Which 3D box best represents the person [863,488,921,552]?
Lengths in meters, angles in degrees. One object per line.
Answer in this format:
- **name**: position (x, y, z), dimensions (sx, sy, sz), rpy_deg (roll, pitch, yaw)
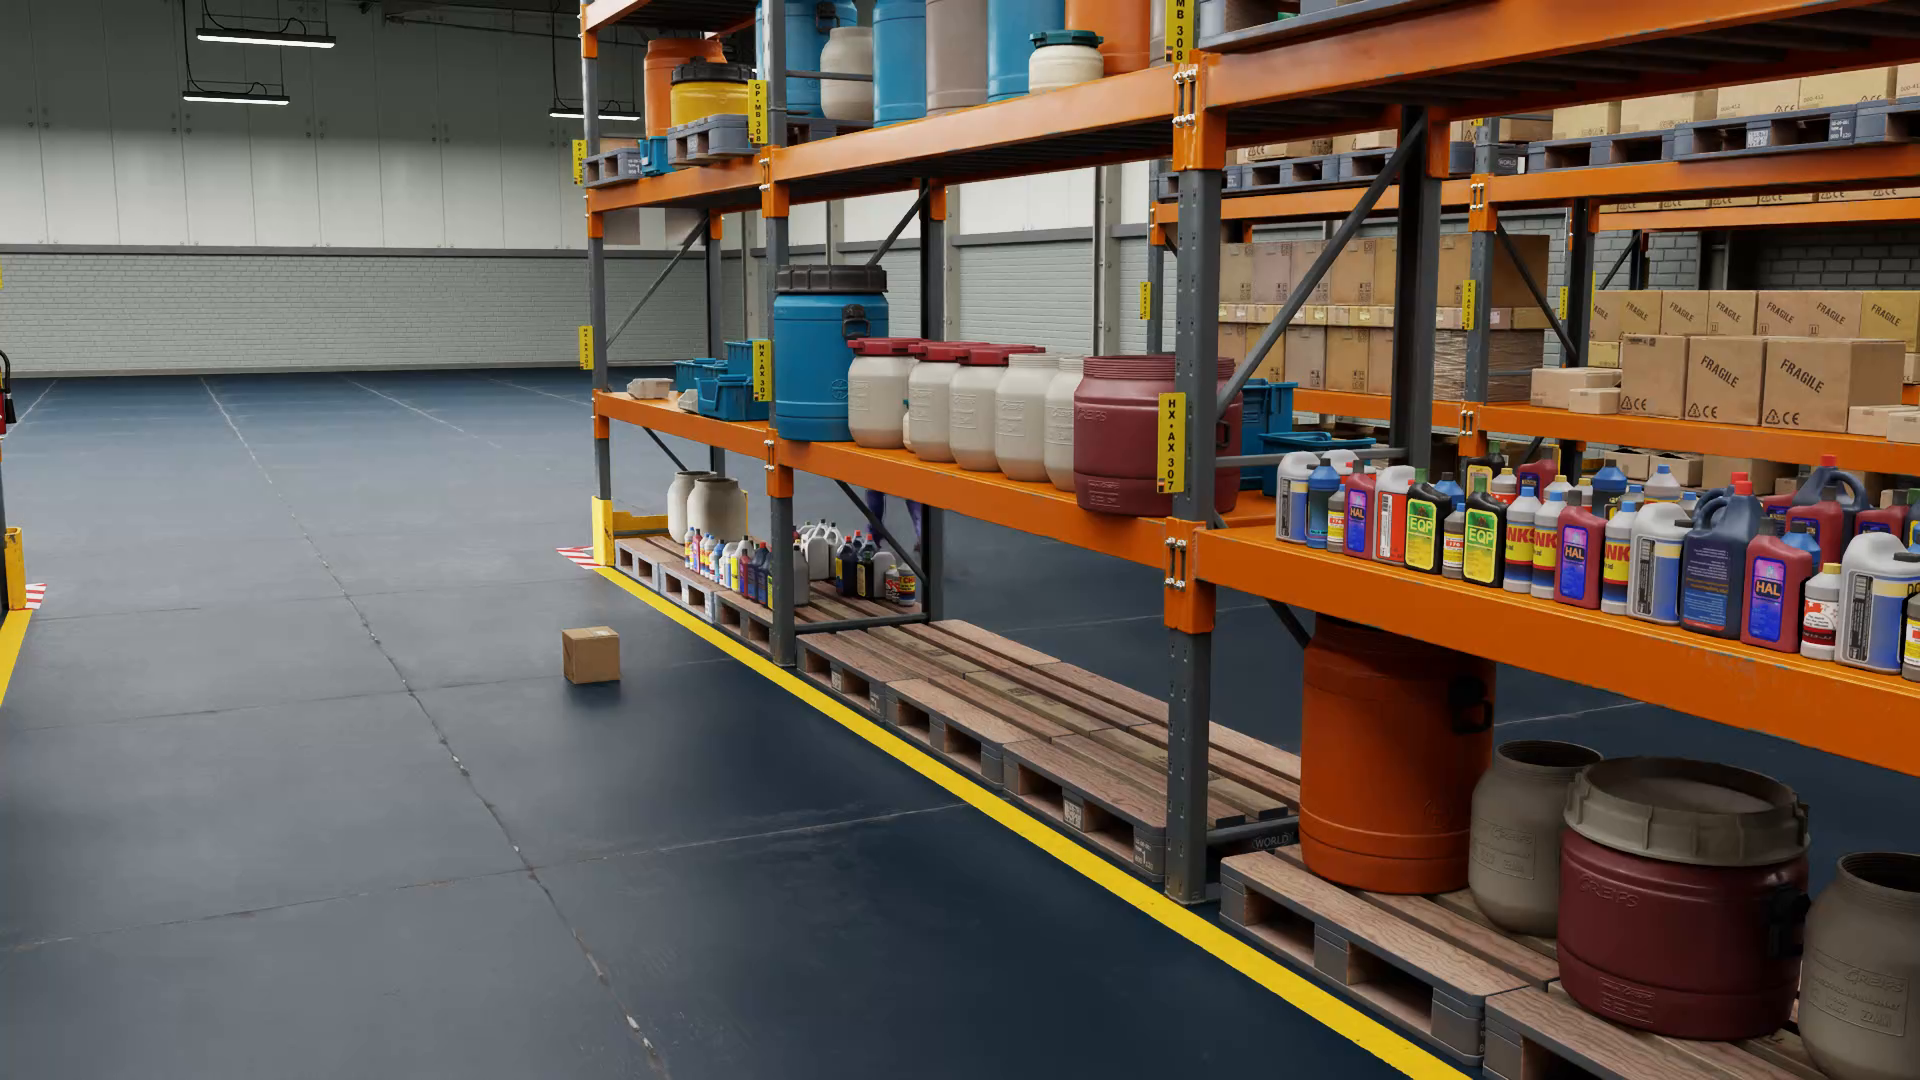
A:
- **person**: position (-0.493, -0.687, 12.986), dimensions (0.476, 1.582, 0.978), rpy_deg (-4, 9, -23)
